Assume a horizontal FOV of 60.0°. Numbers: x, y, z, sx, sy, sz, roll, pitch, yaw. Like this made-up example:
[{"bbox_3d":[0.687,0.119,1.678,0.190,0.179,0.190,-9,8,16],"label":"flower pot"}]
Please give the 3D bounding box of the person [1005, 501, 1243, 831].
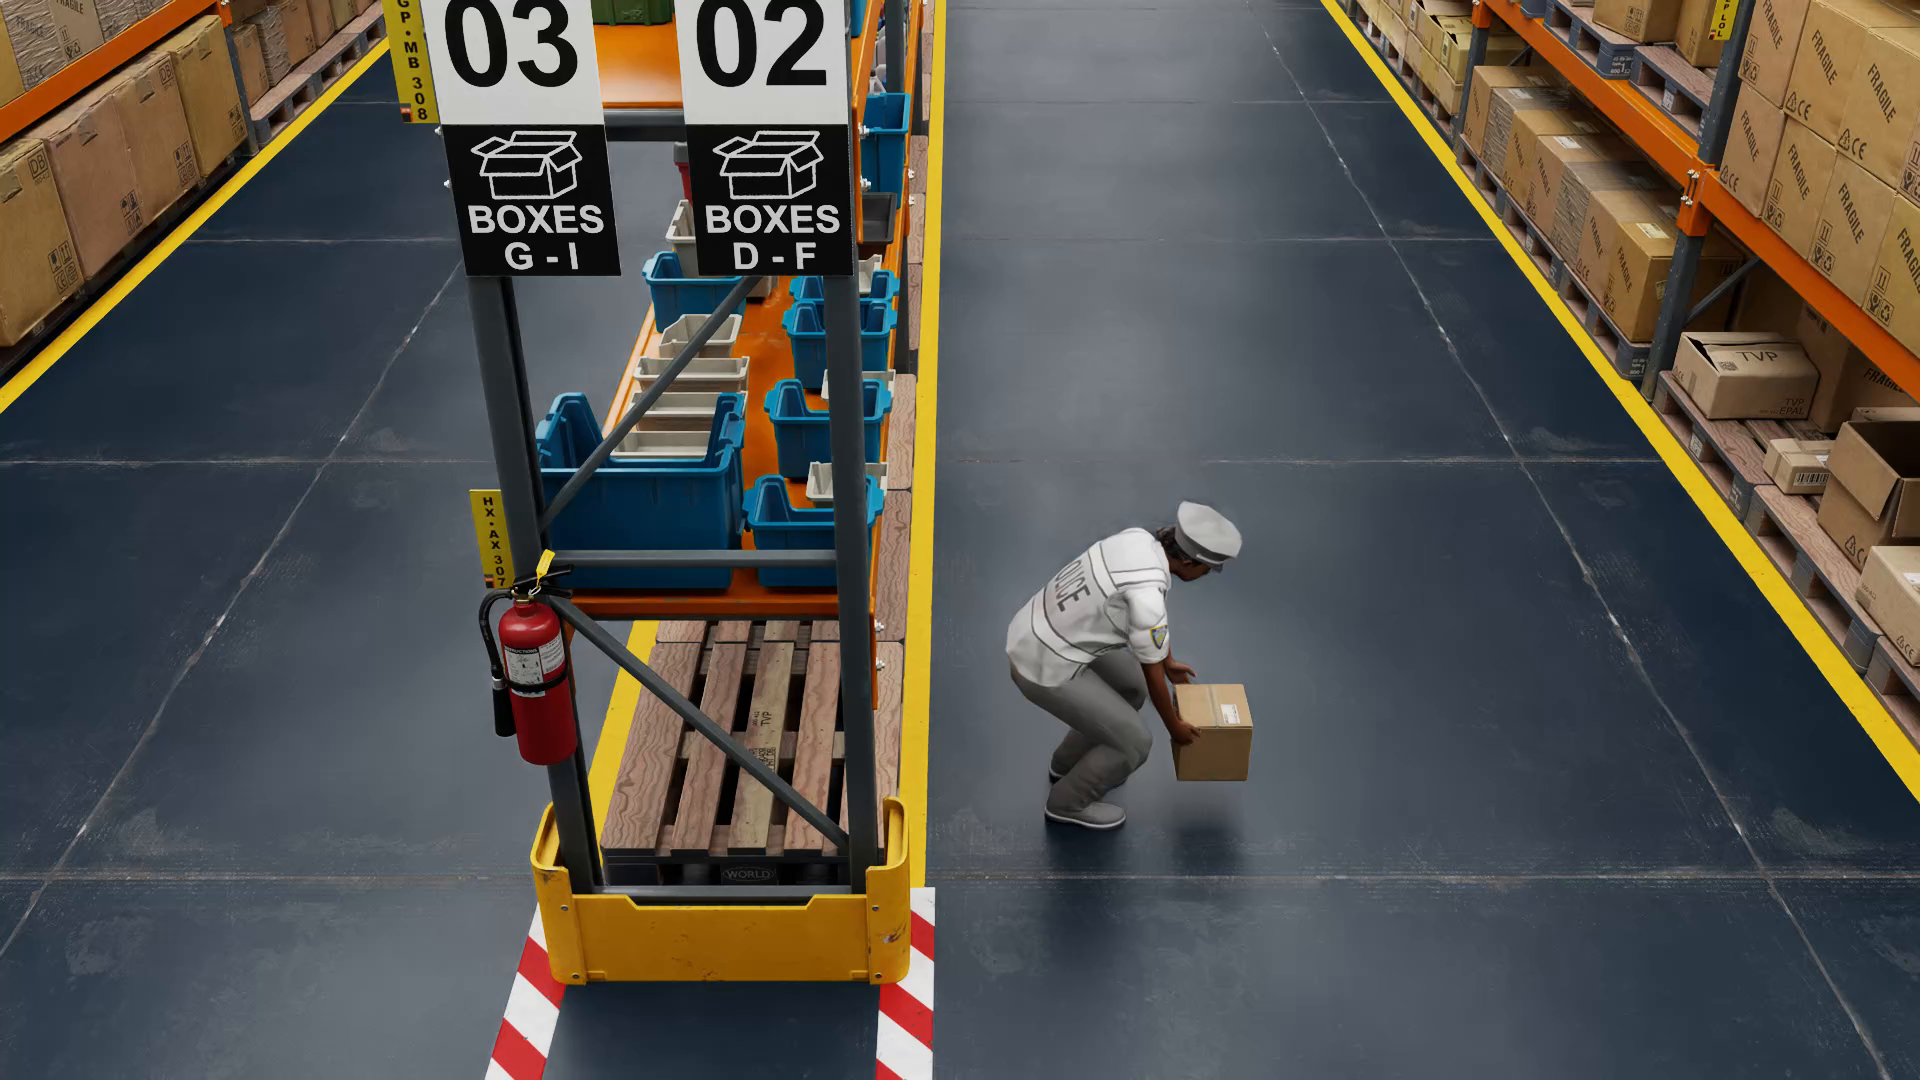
[{"bbox_3d":[0.559,0.424,5.890,0.788,1.218,0.502,3,32,5],"label":"person"}]
